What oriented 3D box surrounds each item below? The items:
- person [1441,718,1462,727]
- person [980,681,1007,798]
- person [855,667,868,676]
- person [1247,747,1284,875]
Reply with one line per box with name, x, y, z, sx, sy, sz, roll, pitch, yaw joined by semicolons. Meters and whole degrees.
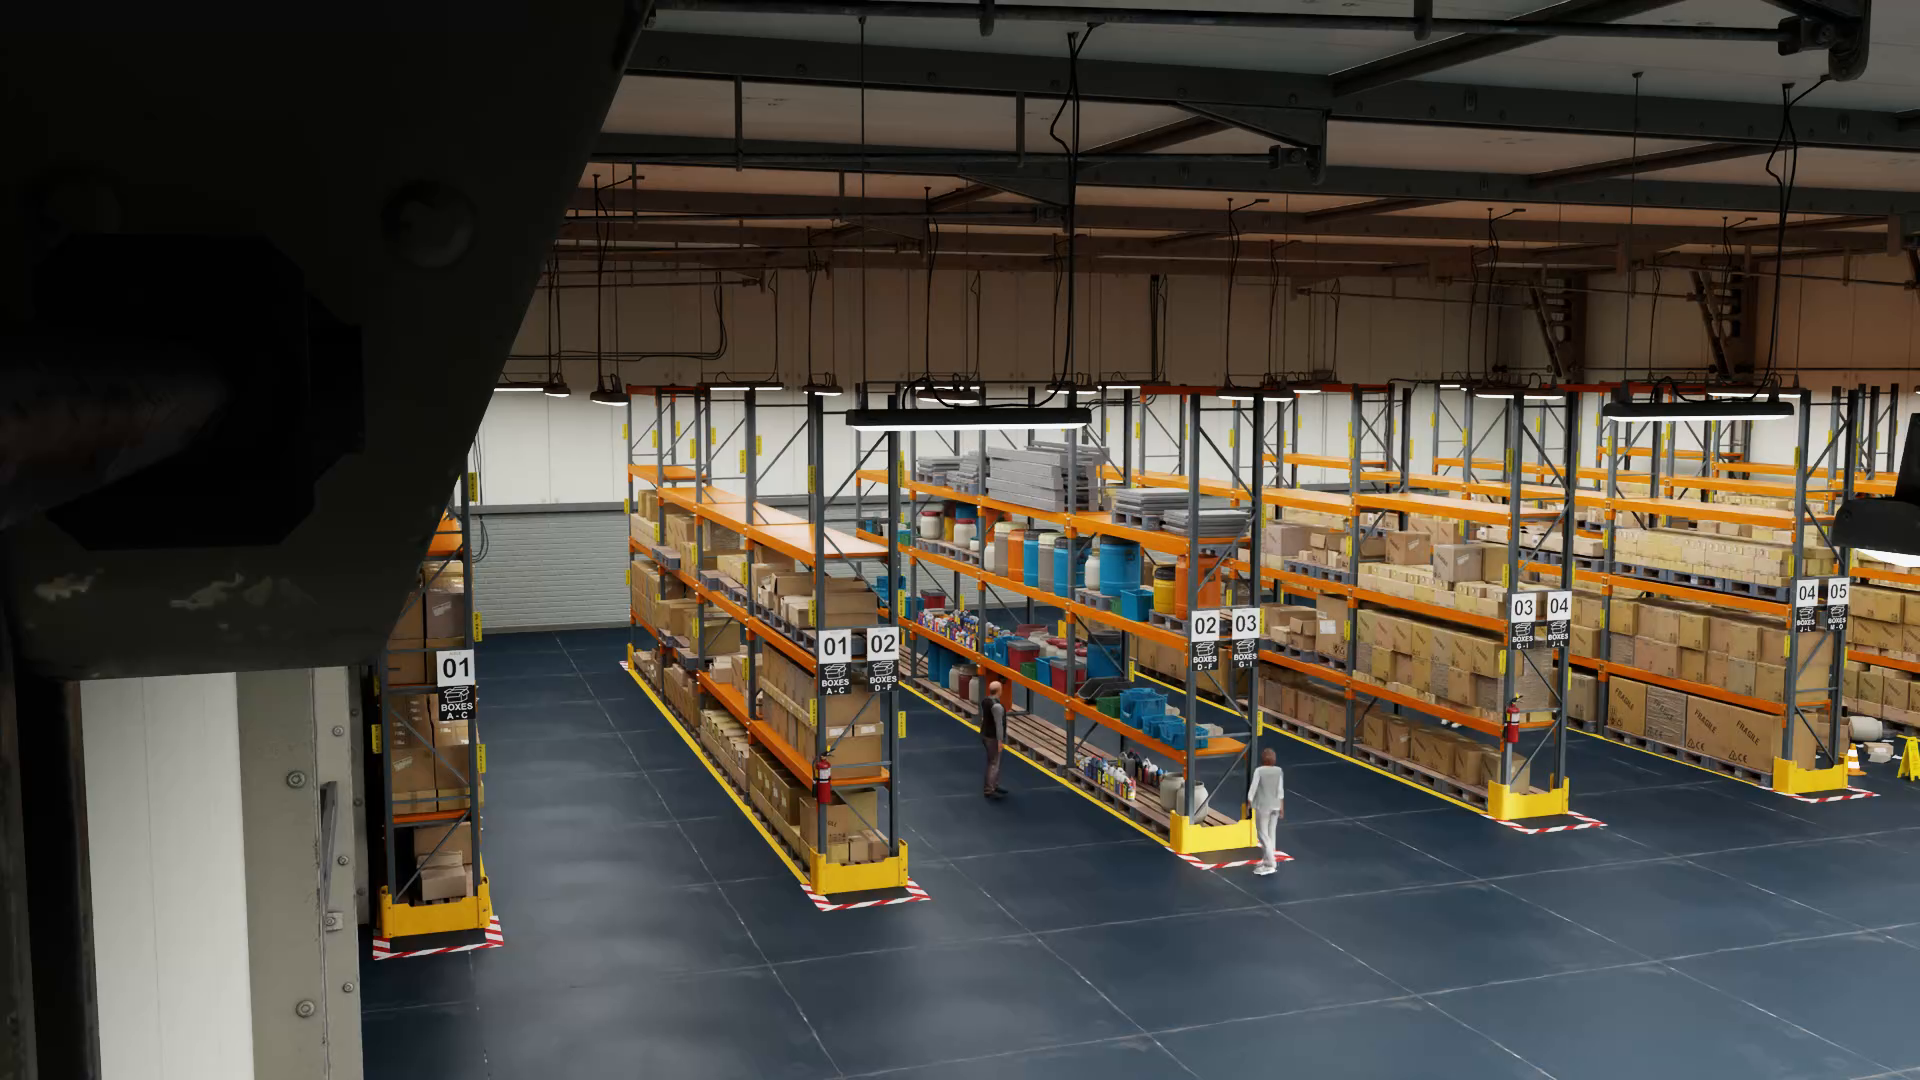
person;8.742;2.455;29.457;0.381;1.676;0.485;-4;7;-33
person;0.538;2.937;24.552;0.448;1.731;0.557;-2;6;-17
person;-1.908;1.963;32.618;0.422;1.776;0.581;-4;7;-36
person;3.849;3.384;20.896;0.438;1.603;0.406;-3;7;-27
